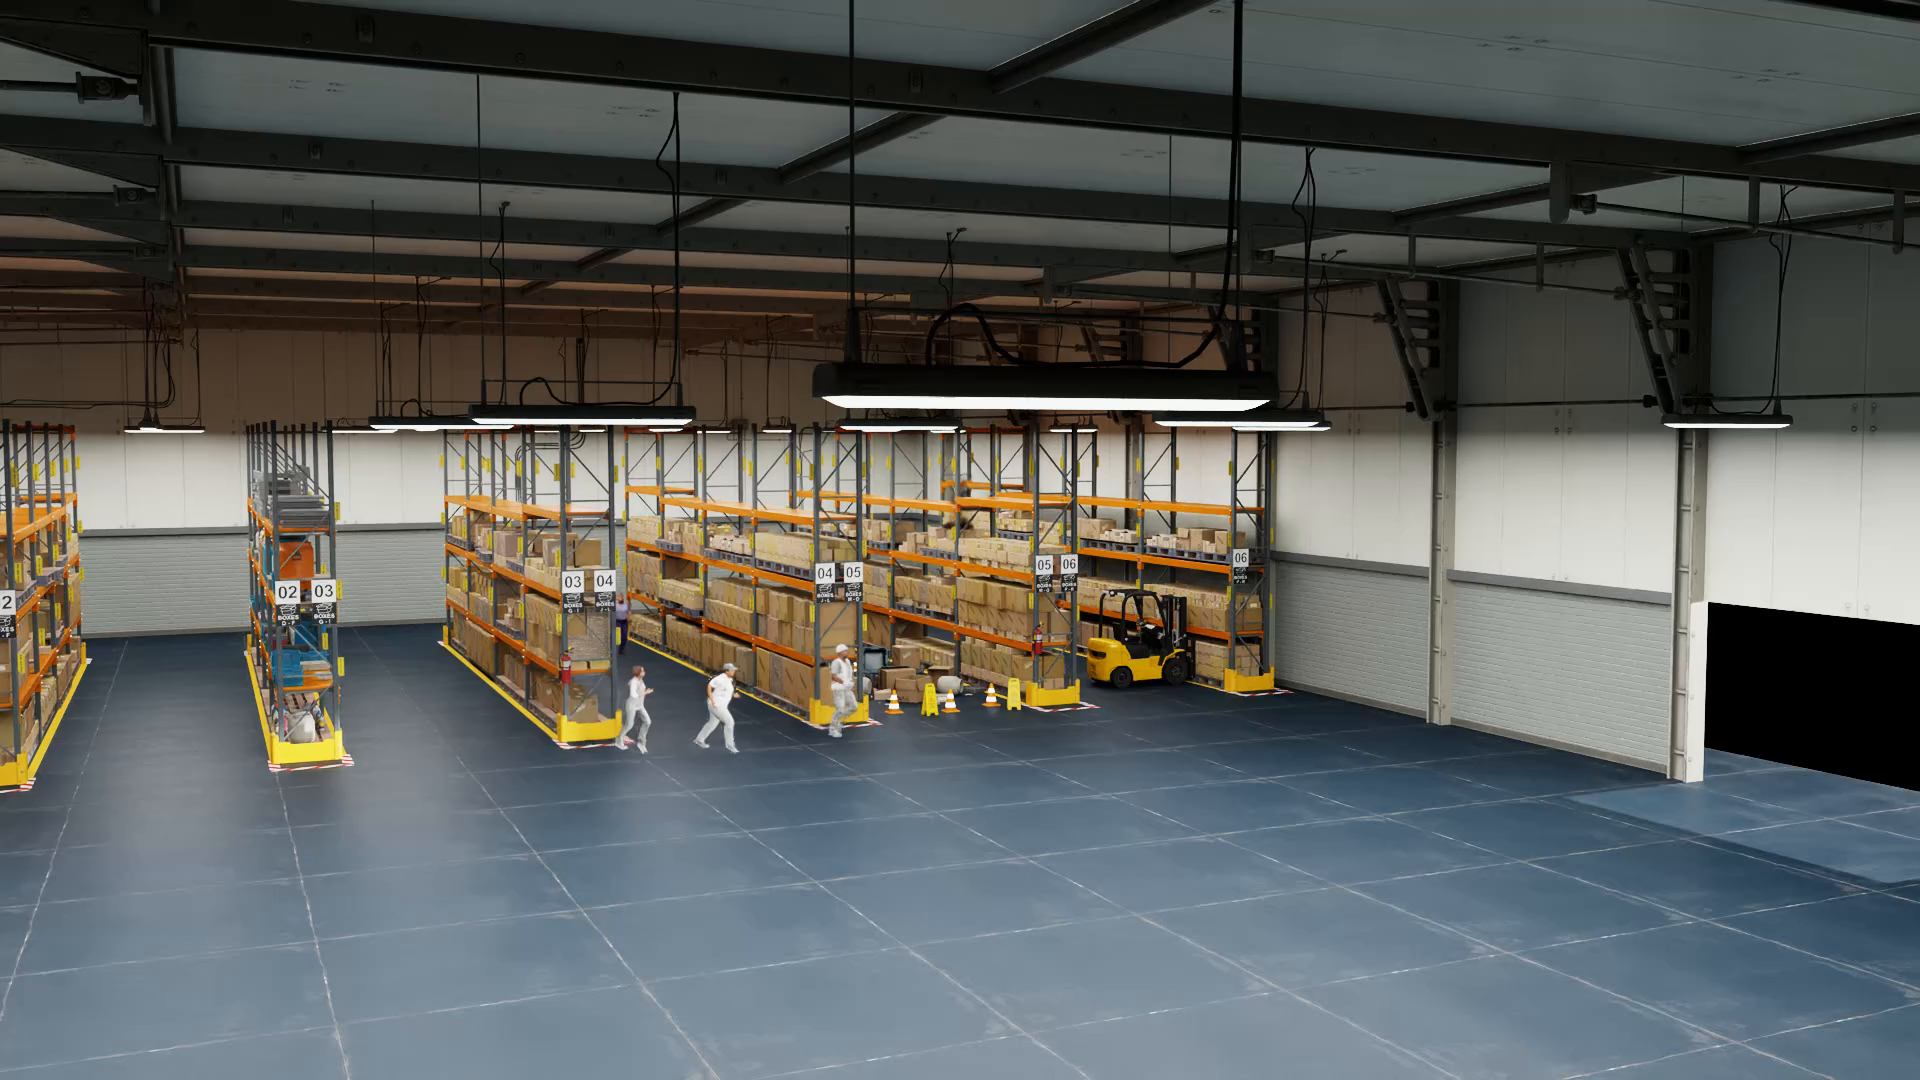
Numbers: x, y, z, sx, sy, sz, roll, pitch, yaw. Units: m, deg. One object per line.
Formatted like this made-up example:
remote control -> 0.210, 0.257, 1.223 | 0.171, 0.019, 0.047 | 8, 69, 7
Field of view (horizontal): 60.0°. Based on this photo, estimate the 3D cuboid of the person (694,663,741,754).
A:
person -> -4.416, 3.041, 30.122 | 0.907, 1.658, 0.597 | 1, 4, 10

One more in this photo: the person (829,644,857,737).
person -> -2.203, 2.863, 31.783 | 0.618, 1.753, 0.717 | 2, 4, 29

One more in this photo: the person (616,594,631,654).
person -> -8.868, 2.203, 43.520 | 0.602, 1.596, 0.544 | -2, 4, -31

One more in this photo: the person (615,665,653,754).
person -> -5.884, 3.061, 29.965 | 0.774, 1.638, 0.509 | 1, 4, 18
